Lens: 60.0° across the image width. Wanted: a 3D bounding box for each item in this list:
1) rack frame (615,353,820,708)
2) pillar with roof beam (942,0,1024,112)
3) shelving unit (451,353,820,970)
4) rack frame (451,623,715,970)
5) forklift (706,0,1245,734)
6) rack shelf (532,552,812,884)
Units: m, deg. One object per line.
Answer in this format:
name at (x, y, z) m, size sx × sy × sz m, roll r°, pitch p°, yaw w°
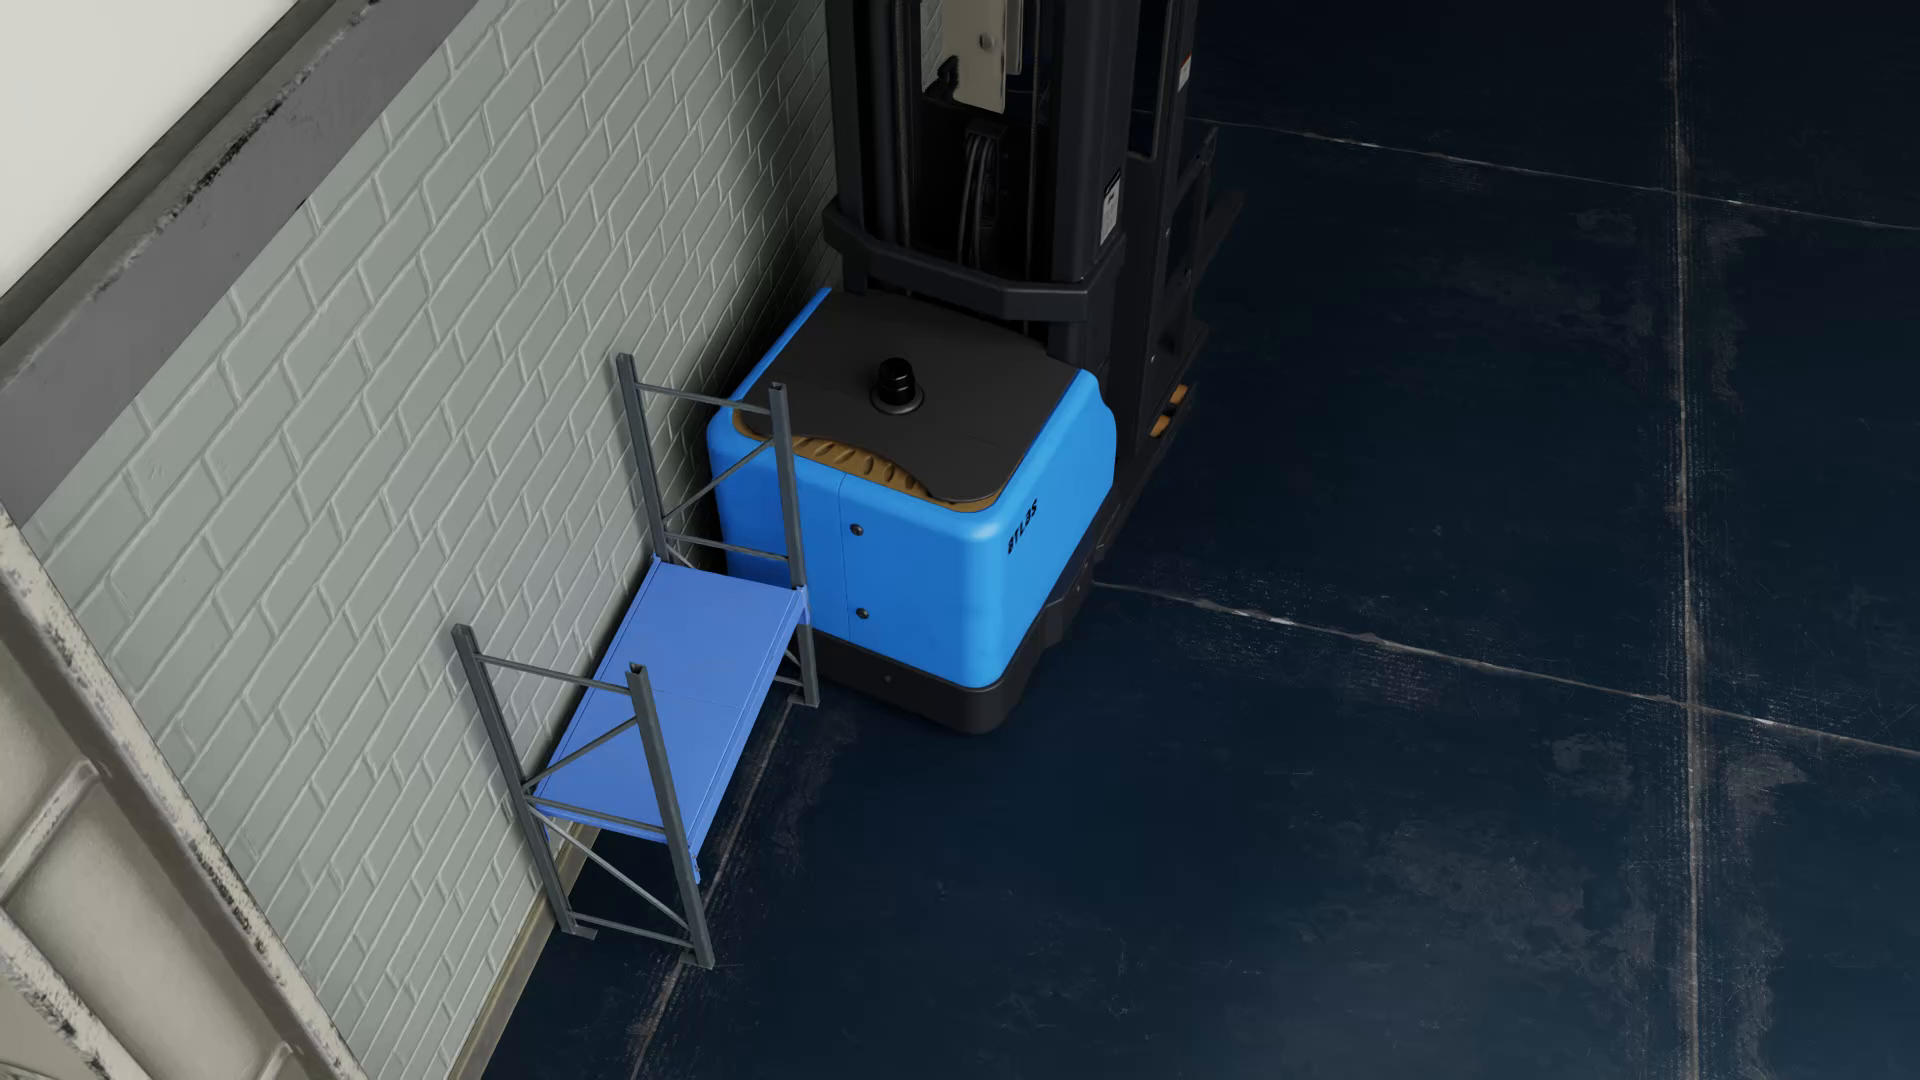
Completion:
rack frame at (-0.730, 0.024, 5.228) m, size 0.500 × 1.500 × 0.032 m, roll 12°, pitch 50°, yaw 10°
pillar with roof beam at (4.264, -4.379, 4.113) m, size 9.100 × 9.000 × 0.400 m, roll 12°, pitch 50°, yaw 10°
shelving unit at (-0.863, 0.392, 4.904) m, size 0.538 × 1.500 × 1.048 m, roll 12°, pitch 50°, yaw 10°
rack frame at (-0.997, 0.760, 4.579) m, size 0.500 × 1.500 × 0.032 m, roll 12°, pitch 50°, yaw 10°
forklift at (0.289, -1.437, 5.564) m, size 1.130 × 2.935 × 3.031 m, roll 20°, pitch 52°, yaw 17°
rack shelf at (-0.863, 0.511, 5.039) m, size 0.538 × 0.185 × 1.000 m, roll 12°, pitch 50°, yaw 10°
